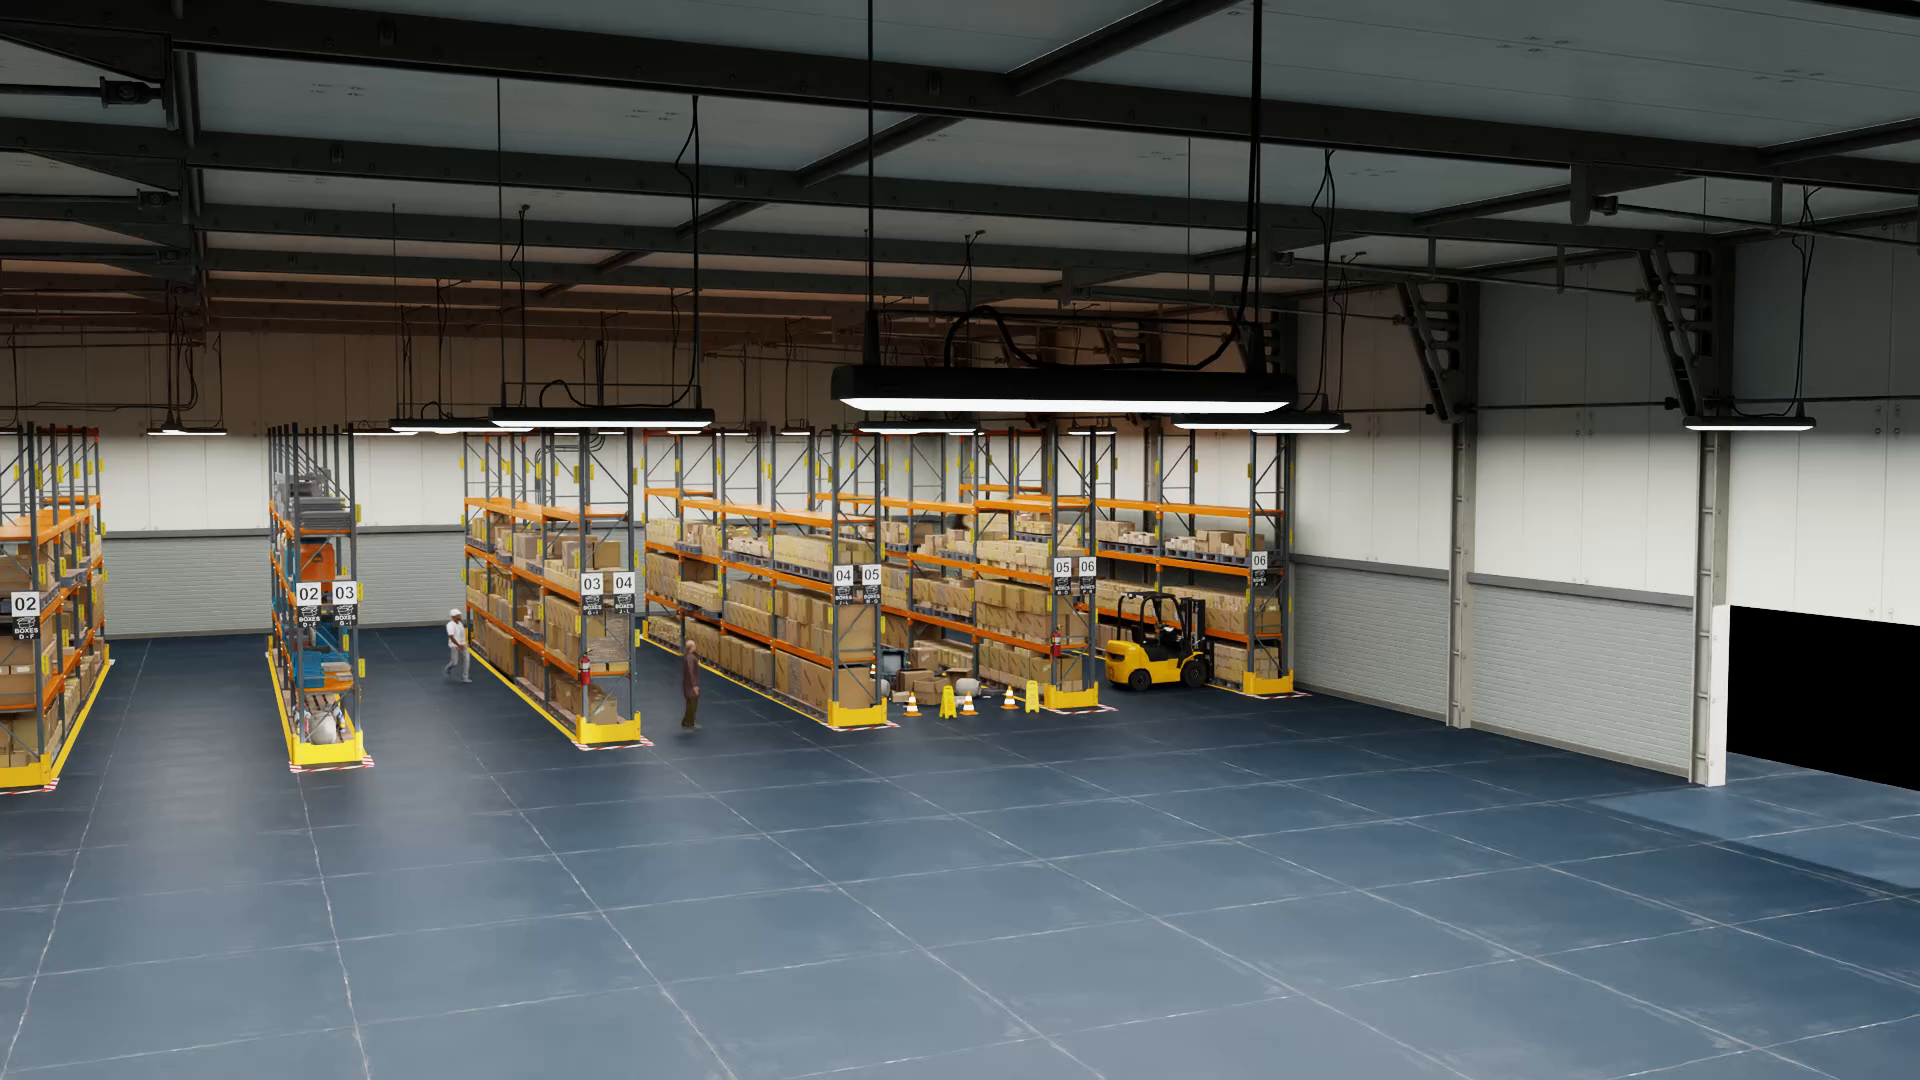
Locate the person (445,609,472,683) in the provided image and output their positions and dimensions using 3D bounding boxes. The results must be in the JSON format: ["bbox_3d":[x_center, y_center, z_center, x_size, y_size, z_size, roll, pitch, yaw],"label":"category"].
[{"bbox_3d":[-11.797,2.479,39.127,0.829,1.710,0.625,3,4,37],"label":"person"}]

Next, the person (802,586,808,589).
[{"bbox_3d":[-4.780,1.573,53.267,0.524,1.789,0.554,-3,5,-43],"label":"person"}]

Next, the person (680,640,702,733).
[{"bbox_3d":[-5.277,2.867,32.604,0.415,1.812,0.660,0,4,-7],"label":"person"}]
